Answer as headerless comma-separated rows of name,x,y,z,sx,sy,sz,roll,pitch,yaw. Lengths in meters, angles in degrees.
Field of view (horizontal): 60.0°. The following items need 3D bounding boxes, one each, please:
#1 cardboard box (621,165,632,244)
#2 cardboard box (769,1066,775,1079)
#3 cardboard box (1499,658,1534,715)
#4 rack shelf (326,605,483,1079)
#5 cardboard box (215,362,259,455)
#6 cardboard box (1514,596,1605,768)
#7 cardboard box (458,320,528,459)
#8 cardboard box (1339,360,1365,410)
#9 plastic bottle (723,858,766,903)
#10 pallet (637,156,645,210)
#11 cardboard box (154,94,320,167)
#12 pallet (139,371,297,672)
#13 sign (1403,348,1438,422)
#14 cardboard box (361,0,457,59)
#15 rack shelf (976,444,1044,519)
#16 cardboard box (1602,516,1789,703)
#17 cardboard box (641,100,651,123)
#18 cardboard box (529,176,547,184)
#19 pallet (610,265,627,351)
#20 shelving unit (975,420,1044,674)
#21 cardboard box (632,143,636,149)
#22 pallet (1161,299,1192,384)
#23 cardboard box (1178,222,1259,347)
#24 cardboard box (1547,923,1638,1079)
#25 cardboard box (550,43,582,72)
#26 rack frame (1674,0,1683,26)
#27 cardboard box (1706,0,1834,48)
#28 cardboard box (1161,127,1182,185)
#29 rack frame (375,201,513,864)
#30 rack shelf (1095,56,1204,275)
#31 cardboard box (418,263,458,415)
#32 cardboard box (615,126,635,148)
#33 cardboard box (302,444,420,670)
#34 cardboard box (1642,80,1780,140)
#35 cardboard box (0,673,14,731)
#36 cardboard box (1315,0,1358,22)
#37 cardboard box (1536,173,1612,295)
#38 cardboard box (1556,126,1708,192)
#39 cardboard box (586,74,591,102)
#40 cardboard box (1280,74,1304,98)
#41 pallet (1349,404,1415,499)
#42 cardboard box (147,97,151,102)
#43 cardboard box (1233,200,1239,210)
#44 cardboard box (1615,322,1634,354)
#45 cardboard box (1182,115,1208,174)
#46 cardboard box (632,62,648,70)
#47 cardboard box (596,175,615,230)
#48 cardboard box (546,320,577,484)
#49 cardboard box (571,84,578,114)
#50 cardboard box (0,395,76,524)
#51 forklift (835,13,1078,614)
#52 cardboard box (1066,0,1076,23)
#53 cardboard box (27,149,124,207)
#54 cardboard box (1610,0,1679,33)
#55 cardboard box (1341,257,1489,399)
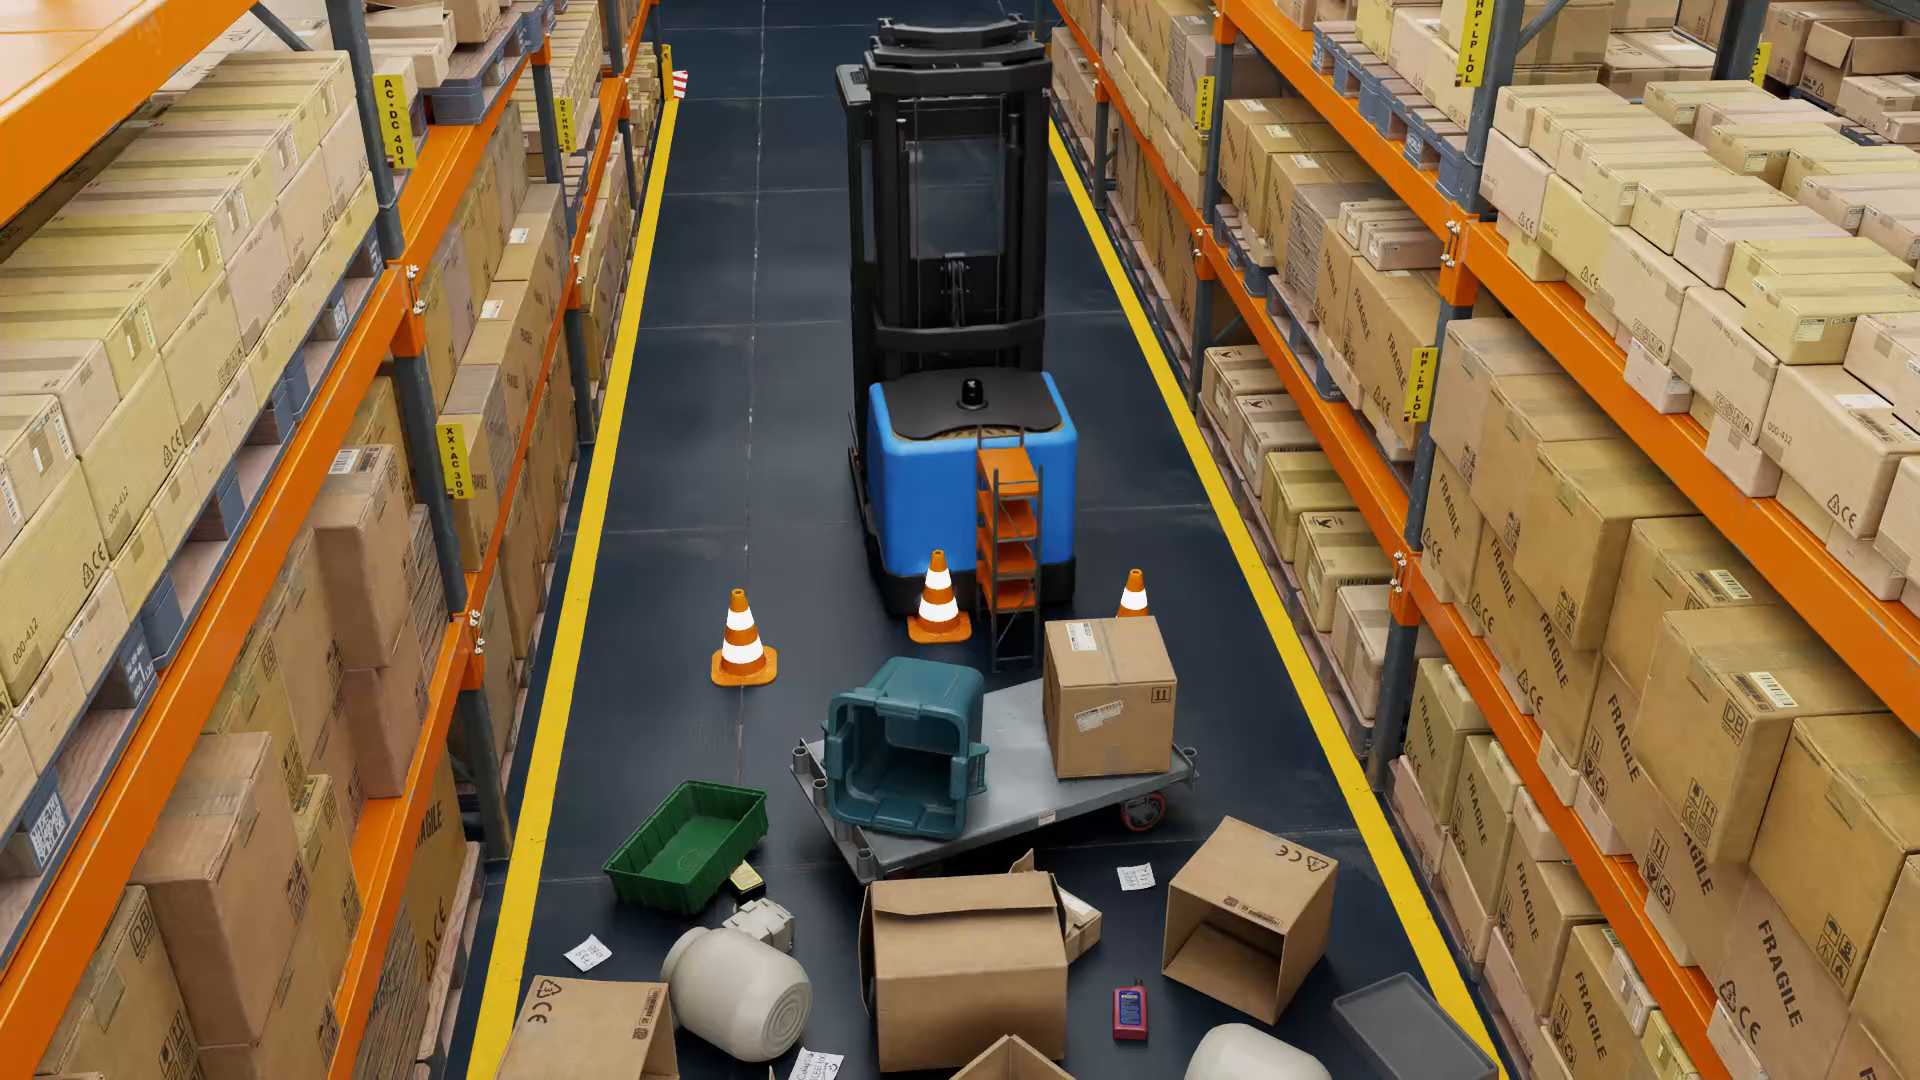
cardboard box,-2.926,-2.696,13.366,0.500,0.500,0.500,-3,31,-6
cardboard box,-0.505,2.093,5.986,0.396,0.266,0.258,2,31,4
cardboard box,2.249,0.514,6.209,0.380,0.149,0.250,-2,31,-3
rack shelf,-2.312,1.460,5.082,1.077,0.370,4.000,-3,31,-5
cardboard box,-2.003,-0.323,4.179,0.380,0.149,0.250,-3,31,-5
cardboard box,2.288,0.421,5.732,0.500,0.500,0.500,-3,31,-5
cardboard box,-2.372,-0.707,7.911,0.500,0.500,0.500,-3,31,-5
cardboard box,2.030,-0.746,7.909,0.380,0.149,0.250,-3,31,-5
plastic bottle,-0.970,1.460,7.245,0.133,0.061,0.283,-20,36,-30
pallet,-3.344,-3.098,14.731,1.003,0.211,1.213,-3,31,-5
cardboard box,-2.101,-1.187,4.847,0.380,0.149,0.250,-3,31,-5
pallet,-2.322,-0.080,4.120,1.003,0.211,1.213,-3,31,-5
sign,1.868,-0.627,6.746,0.100,0.325,0.005,-3,31,-5
cardboard box,-2.463,-2.289,7.355,0.396,0.266,0.258,-3,31,-5
rack shelf,0.245,-0.296,8.309,0.258,0.148,0.480,-5,31,-8
cardboard box,2.430,0.258,5.030,0.700,0.500,0.500,-3,31,-5
cardboard box,-3.116,-4.025,15.643,0.380,0.149,0.250,-2,31,-4
cardboard box,-2.713,-2.223,10.381,0.380,0.149,0.250,-3,31,-5
pallet,-3.055,-1.735,12.449,1.003,0.211,1.213,-3,31,-5
shelving unit,0.245,0.041,8.511,0.258,1.200,0.503,-5,31,-8
cardboard box,-3.134,-3.499,15.054,0.380,0.149,0.250,-3,31,-6
pallet,2.048,-1.410,11.904,1.003,0.211,1.213,-3,31,-5
cardboard box,2.065,-1.825,11.544,0.875,0.875,0.875,-3,31,-5
cardboard box,2.367,1.641,5.618,0.500,0.500,0.500,-3,31,-6
cardboard box,-2.893,-3.421,11.807,0.380,0.149,0.250,-4,31,-7
rack frame,6.614,-4.483,14.330,1.000,3.000,0.127,-3,31,-5
cardboard box,6.485,-4.184,13.322,0.700,0.500,0.500,-2,31,-4
cardboard box,1.677,-2.642,11.395,0.500,0.250,0.500,-2,31,-4
rack frame,-2.499,0.130,6.607,1.000,3.000,0.127,-3,31,-5
rack shelf,1.859,-2.913,12.403,1.077,0.370,4.000,-3,31,-5
cardboard box,-2.601,-0.858,7.188,0.700,0.500,0.500,-3,31,-5
cardboard box,-3.039,-3.495,14.467,0.380,0.149,0.250,-1,31,-2
cardboard box,-2.331,0.067,5.513,0.875,0.550,0.550,-3,31,-5
cardboard box,2.667,-1.529,5.928,0.380,0.149,0.250,-2,31,-4
cardboard box,-1.915,0.339,2.681,0.500,0.250,0.500,-3,31,-5
cardboard box,2.217,-2.755,8.412,0.797,0.503,0.637,-3,31,-5
cardboard box,2.246,-1.009,5.445,0.500,0.250,0.500,-3,31,-5
cardboard box,2.194,-1.238,5.439,0.380,0.149,0.250,-4,31,-6
cardboard box,-2.911,-3.304,12.191,0.380,0.149,0.250,-4,31,-7
cardboard box,2.244,-2.936,10.668,0.500,0.500,0.500,-4,31,-6
pallet,2.494,-0.473,7.804,1.003,0.211,1.213,-3,31,-5
cardboard box,-8.428,-4.756,16.449,0.875,0.875,0.875,-3,31,-5
cardboard box,1.892,-2.098,10.173,0.380,0.149,0.250,-4,31,-7
cardboard box,2.305,-0.643,5.222,0.380,0.149,0.250,-4,31,-6
cardboard box,1.748,-2.586,10.813,0.500,0.250,0.500,-3,31,-5
cardboard box,-3.240,-4.558,16.246,0.380,0.149,0.250,-4,31,-7
cardboard box,-2.827,-2.483,12.278,0.500,0.250,0.500,-4,31,-7
cardboard box,-2.905,-0.811,9.967,1.050,0.750,0.750,-3,31,-5
cardboard box,-2.840,-3.026,11.436,0.380,0.149,0.250,-3,31,-5
cardboard box,-1.909,-0.146,3.105,0.380,0.149,0.250,-2,31,-4
forklift,-0.100,-1.598,9.568,1.130,2.935,3.031,-4,31,-7
cardboard box,1.260,-5.029,15.147,0.500,0.500,0.500,-3,31,-5
cardboard box,-2.683,-0.923,4.795,0.500,0.250,0.500,-3,31,-5
cardboard box,2.708,-2.348,7.080,0.500,0.250,0.500,-3,31,-6
cardboard box,2.101,-0.987,7.681,0.500,0.500,0.500,-3,31,-4
